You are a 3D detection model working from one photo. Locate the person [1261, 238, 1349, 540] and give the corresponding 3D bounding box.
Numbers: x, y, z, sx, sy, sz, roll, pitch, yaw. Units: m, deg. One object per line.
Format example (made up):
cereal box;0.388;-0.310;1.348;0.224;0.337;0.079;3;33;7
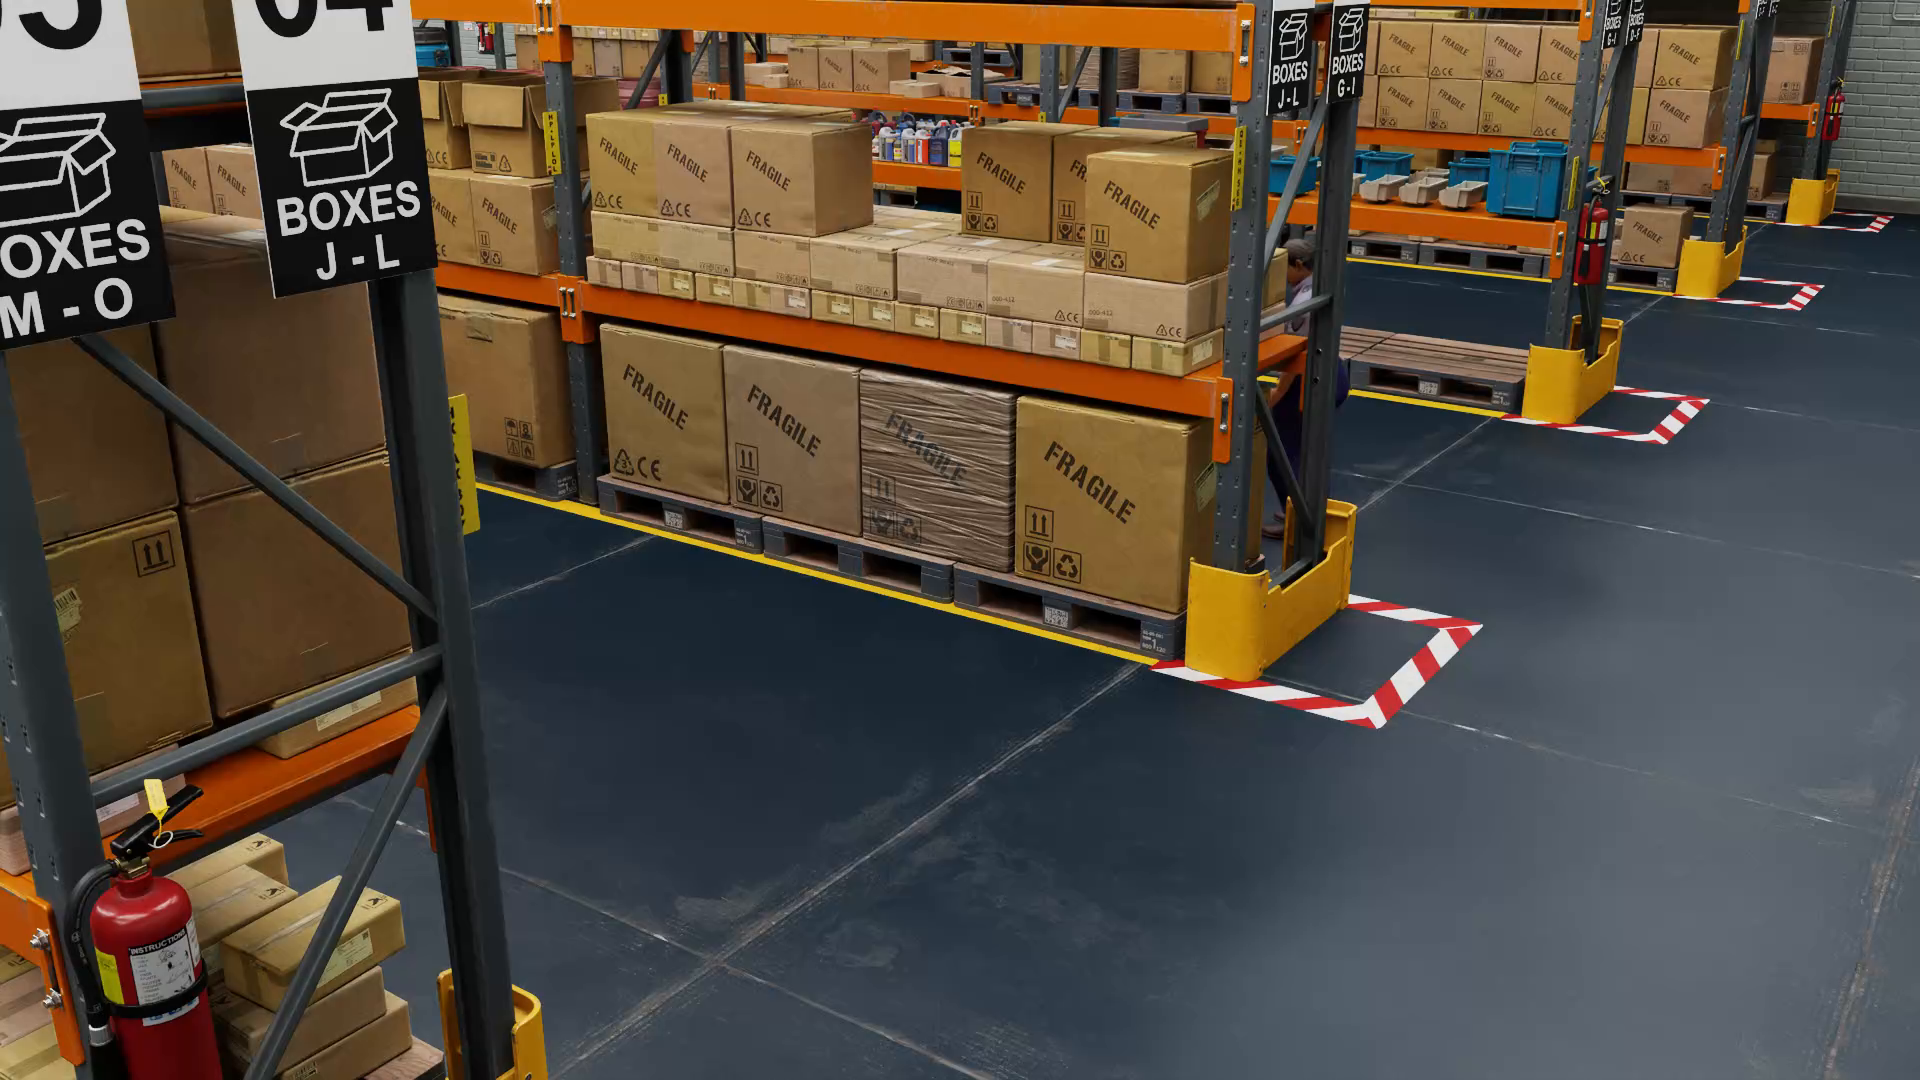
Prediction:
person;1.845;-0.787;8.862;0.390;1.594;0.496;10;22;26
